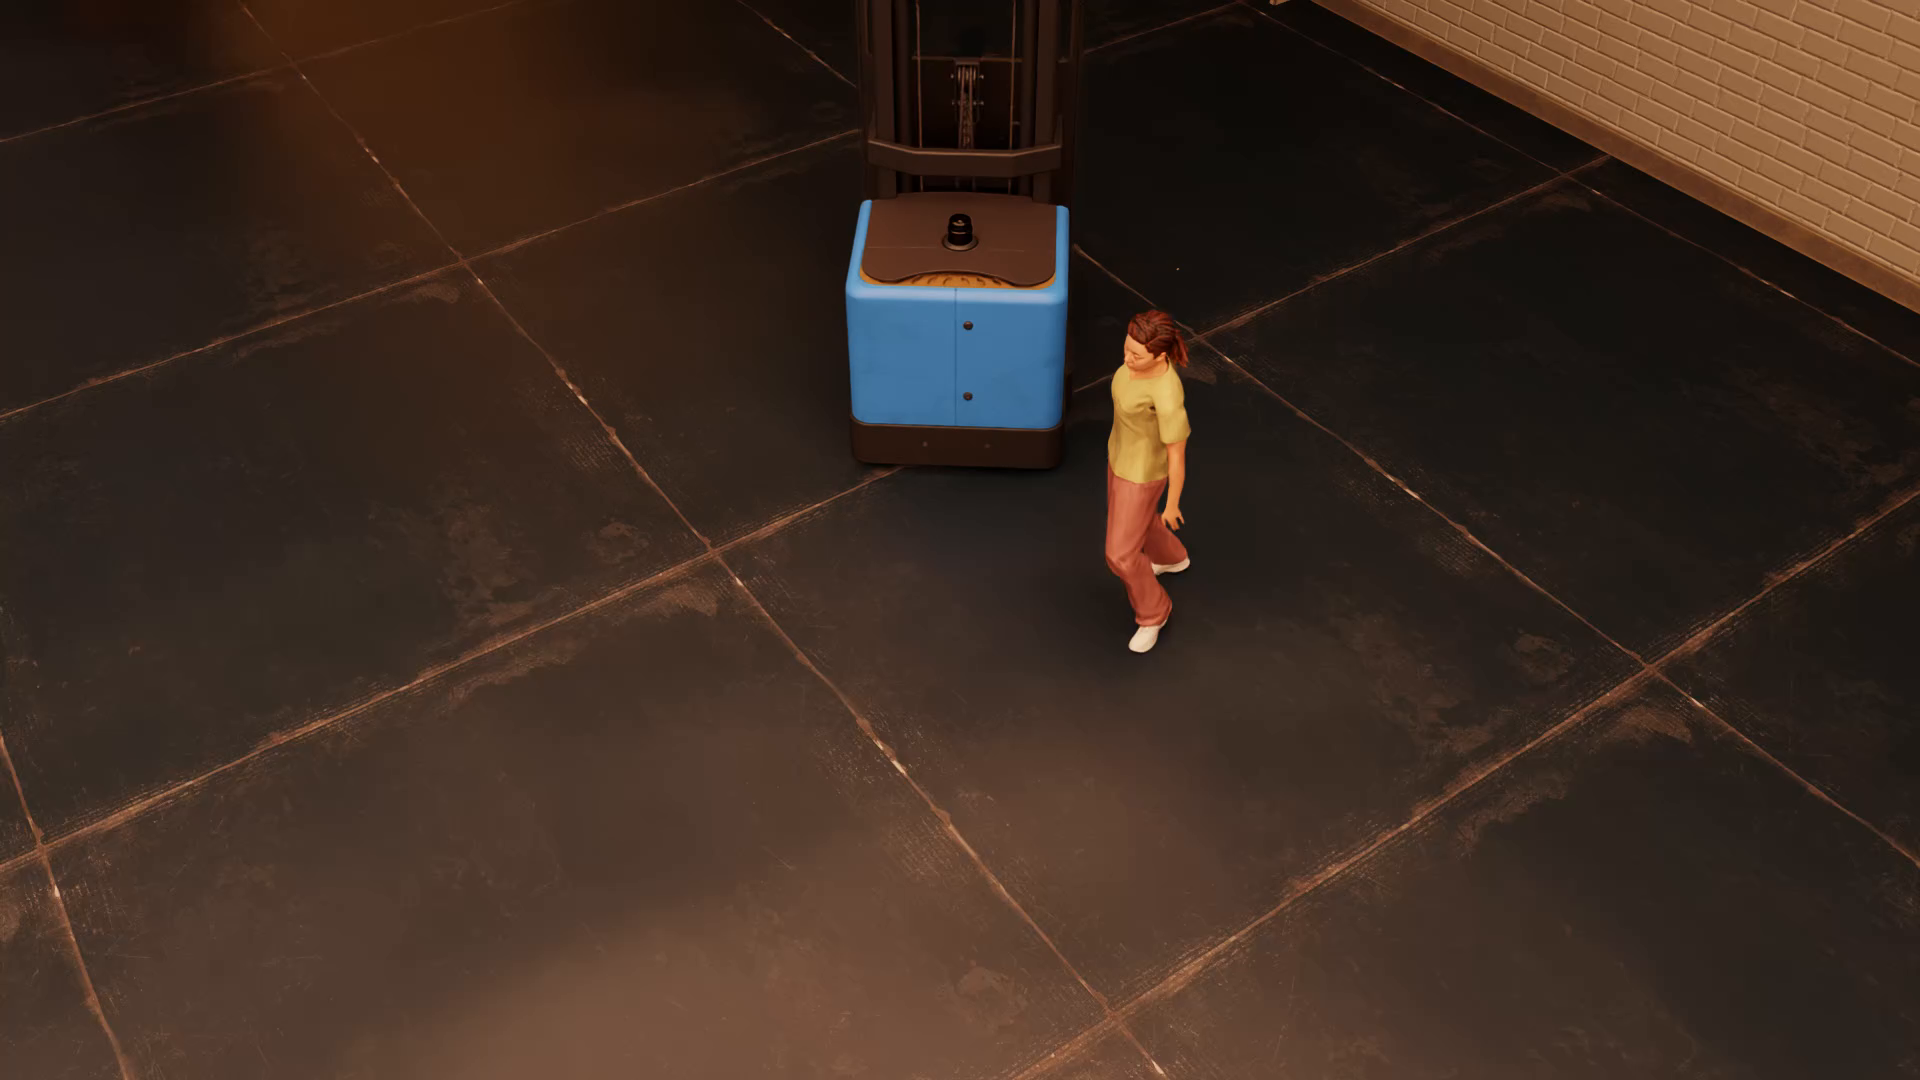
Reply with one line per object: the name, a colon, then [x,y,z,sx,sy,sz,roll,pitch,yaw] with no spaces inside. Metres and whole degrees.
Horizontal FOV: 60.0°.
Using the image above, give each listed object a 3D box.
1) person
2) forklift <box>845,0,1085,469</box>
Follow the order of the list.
person: [0.838,-0.345,7.101,0.480,1.646,0.816,-3,43,-4]
forklift: [0.060,-2.412,8.333,1.130,2.935,3.031,2,43,2]
